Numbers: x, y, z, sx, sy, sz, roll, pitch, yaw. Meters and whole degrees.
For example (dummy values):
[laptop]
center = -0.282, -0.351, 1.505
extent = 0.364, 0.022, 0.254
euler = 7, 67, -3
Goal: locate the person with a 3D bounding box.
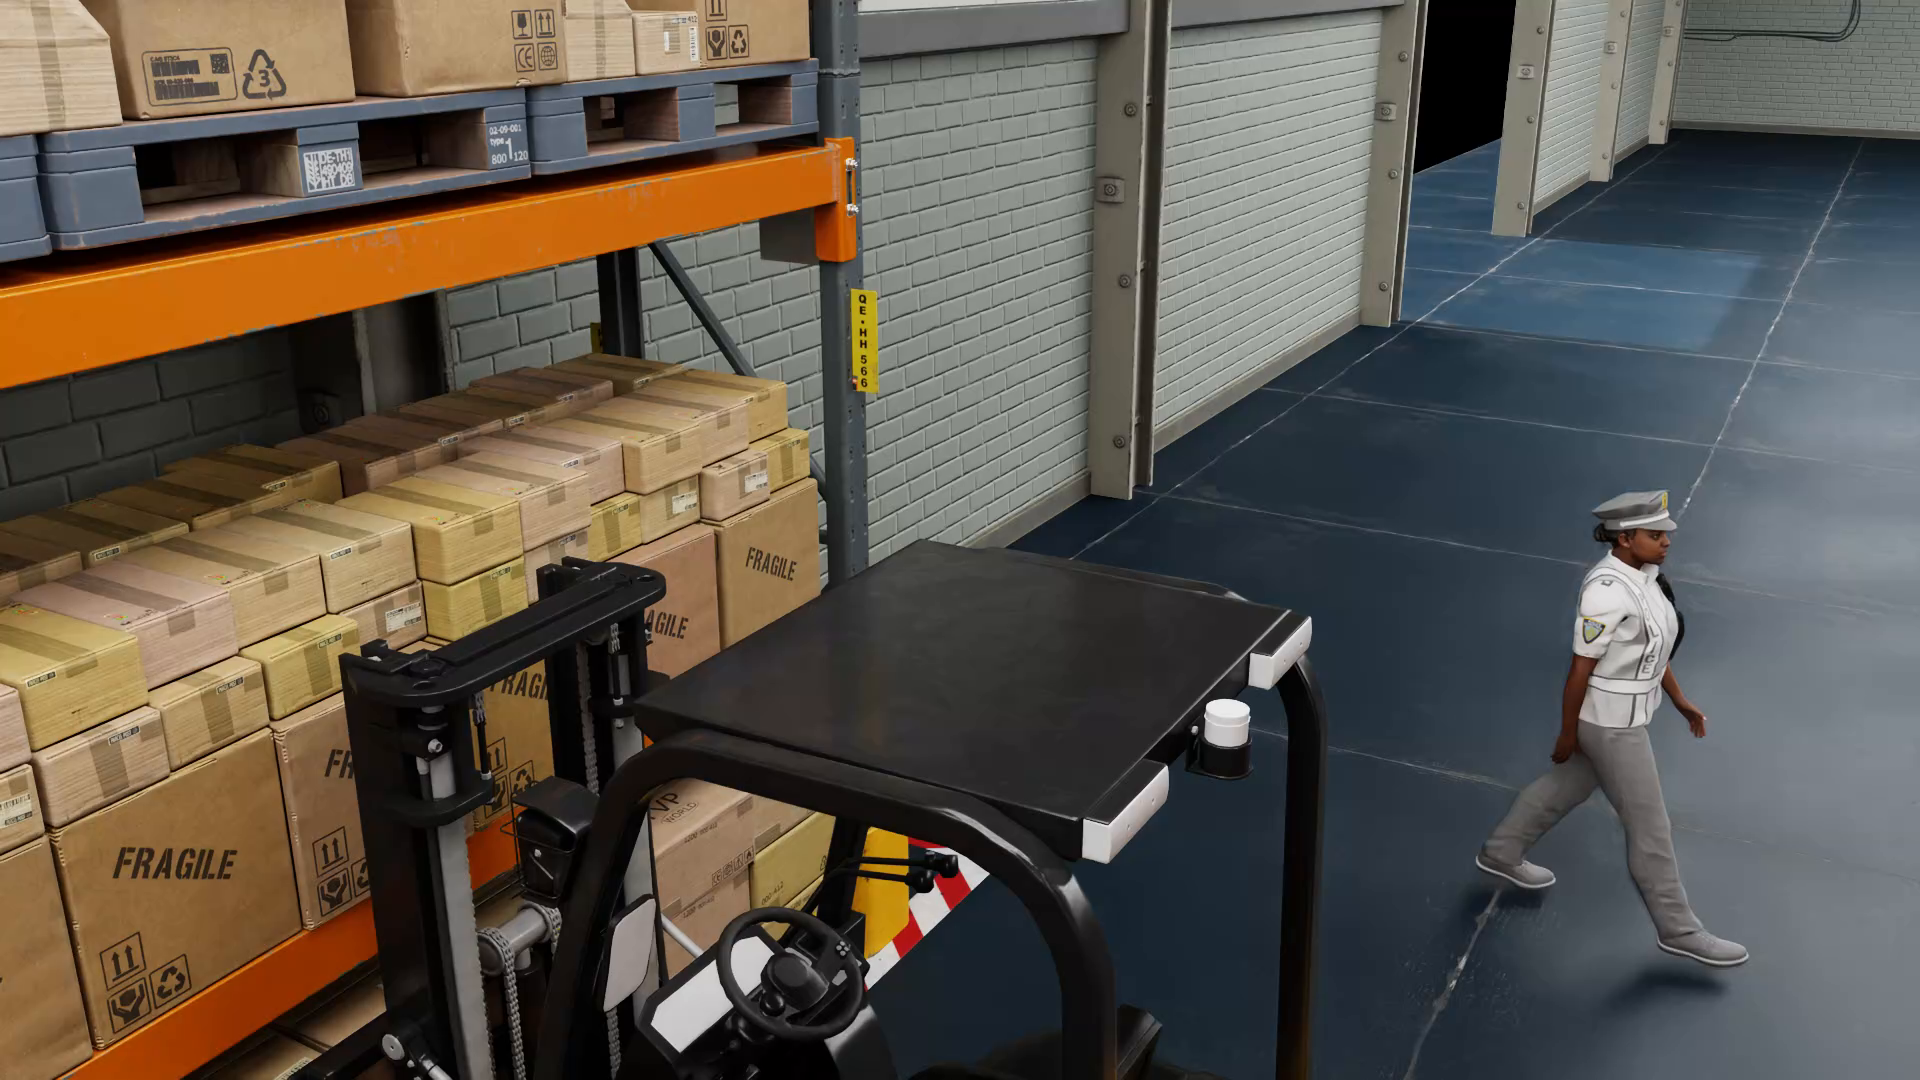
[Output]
[person]
center = 2.372, 0.600, 5.820
extent = 0.978, 1.626, 0.459
euler = 12, 23, 30
